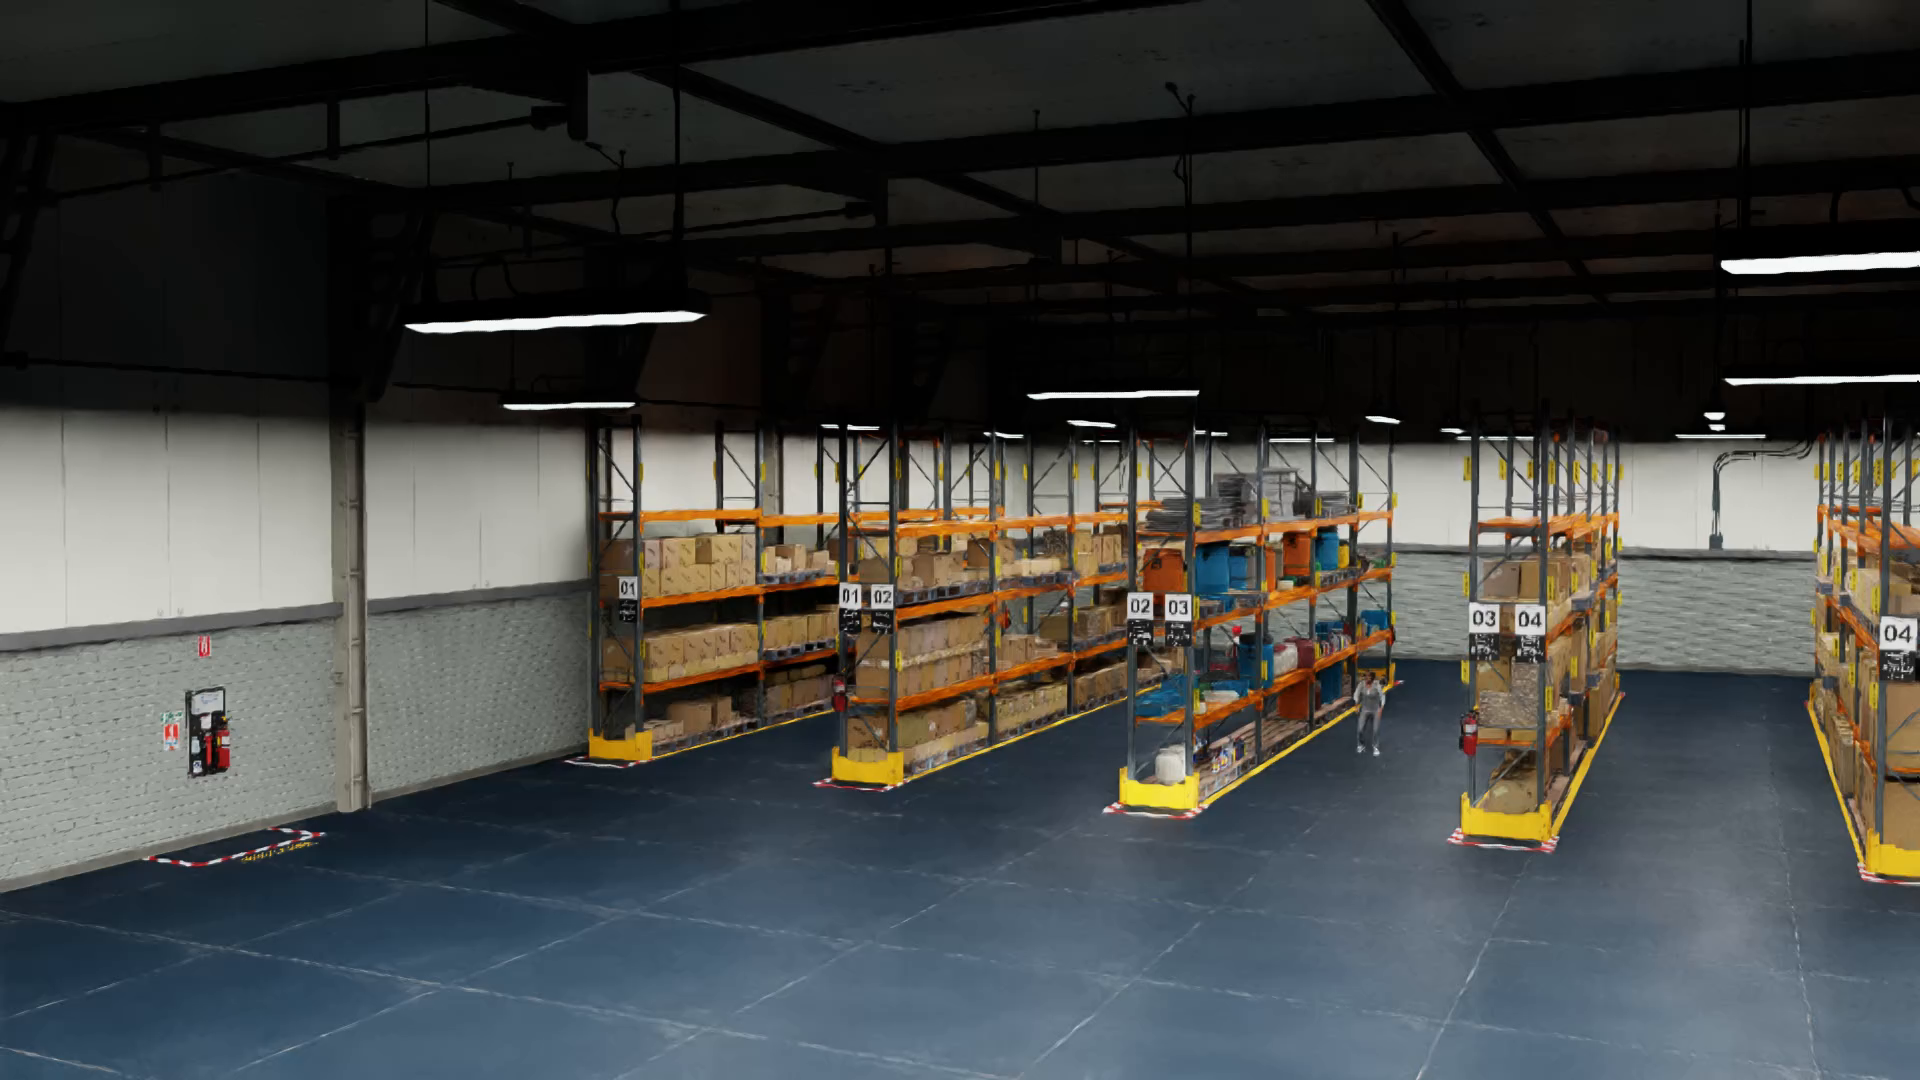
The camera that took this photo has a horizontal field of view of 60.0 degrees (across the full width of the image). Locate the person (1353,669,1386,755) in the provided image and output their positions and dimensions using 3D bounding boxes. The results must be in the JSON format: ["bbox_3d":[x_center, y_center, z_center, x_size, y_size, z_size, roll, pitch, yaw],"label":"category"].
[{"bbox_3d":[7.235,3.029,29.384,0.566,1.541,0.519,1,3,22],"label":"person"}]

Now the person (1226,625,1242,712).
[{"bbox_3d":[5.765,2.666,34.705,0.655,1.785,0.577,-2,3,-33],"label":"person"}]

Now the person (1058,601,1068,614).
[{"bbox_3d":[2.658,2.403,42.093,0.553,1.709,1.123,1,3,27],"label":"person"}]
